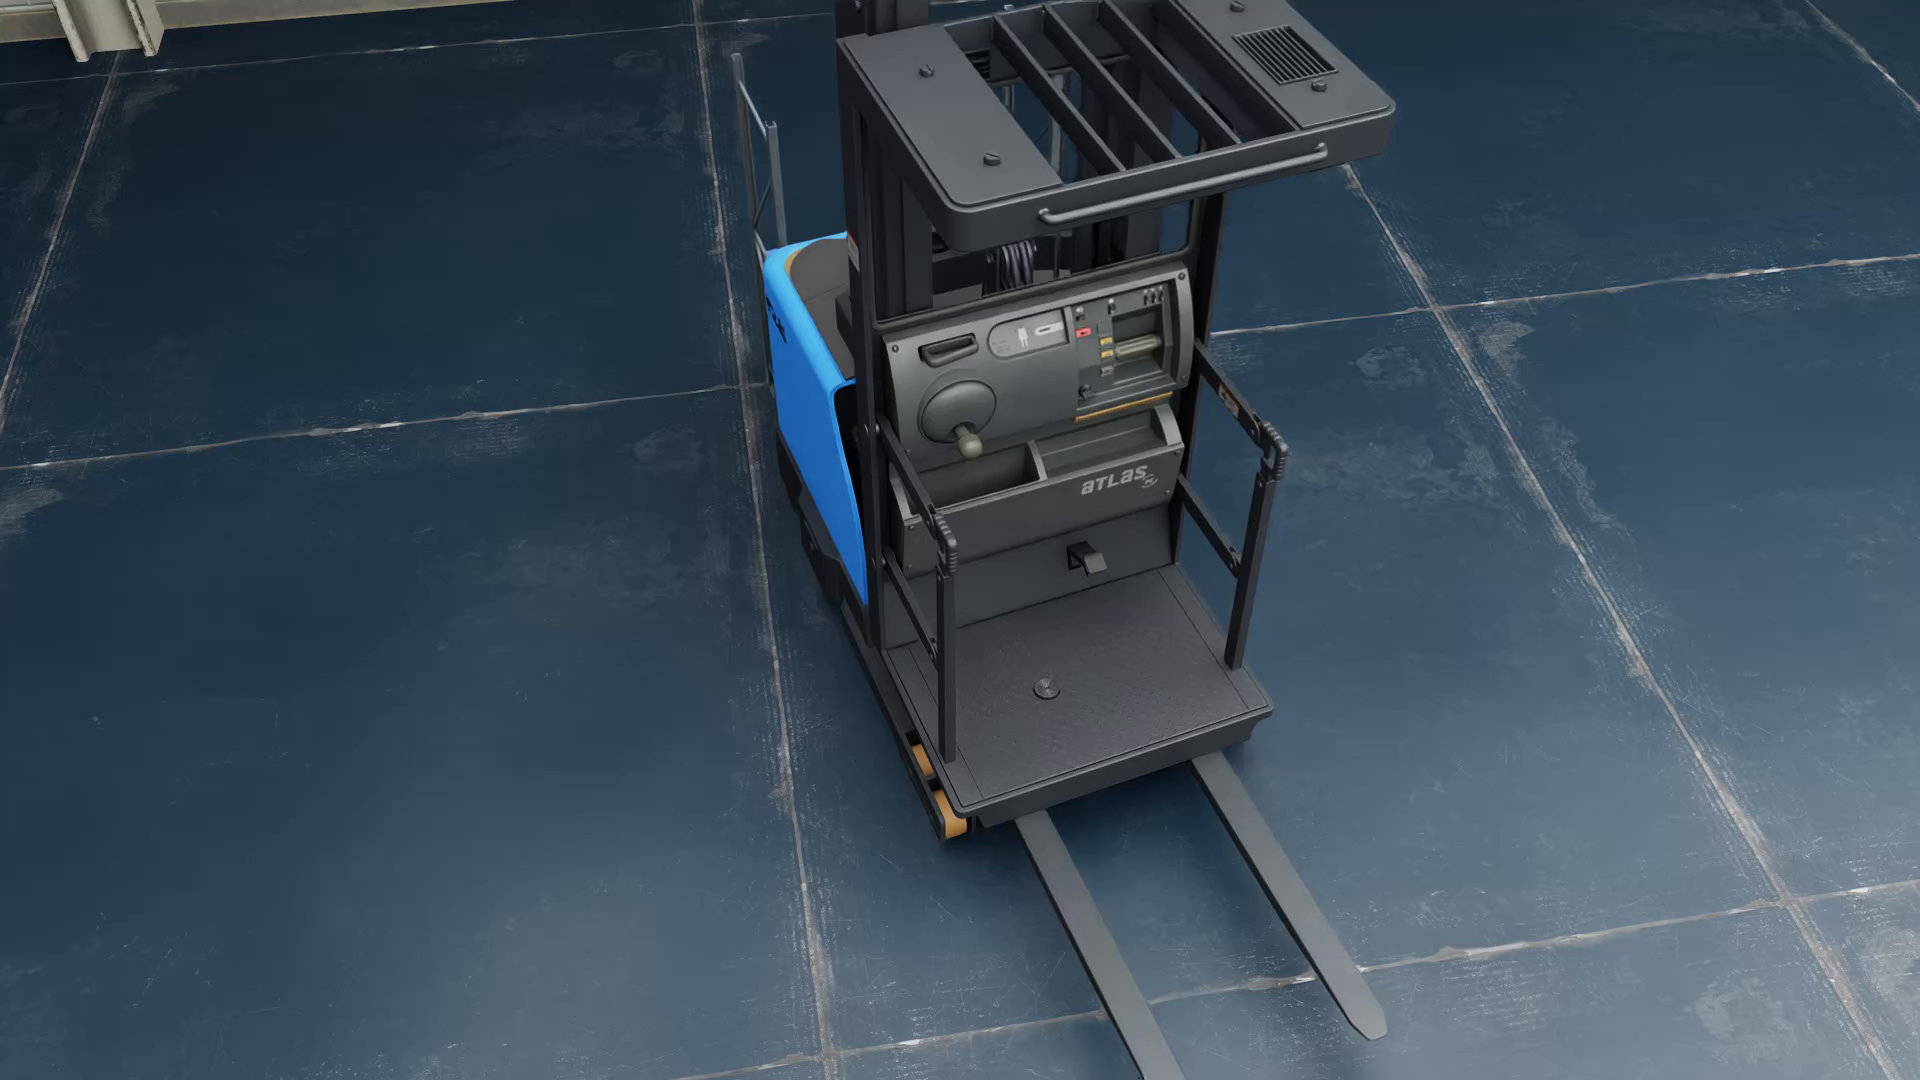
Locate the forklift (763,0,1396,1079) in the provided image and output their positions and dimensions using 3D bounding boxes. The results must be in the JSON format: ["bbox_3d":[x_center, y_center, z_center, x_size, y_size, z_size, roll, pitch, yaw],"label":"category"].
[{"bbox_3d":[0.321,-0.413,4.613,1.130,2.935,3.031,-16,48,-15],"label":"forklift"}]

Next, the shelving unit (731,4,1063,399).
[{"bbox_3d":[-0.222,-1.131,6.298,1.048,1.500,0.538,-14,48,-13],"label":"shelving unit"}]

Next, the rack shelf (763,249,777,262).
[{"bbox_3d":[-0.222,-1.007,6.428,1.000,0.185,0.538,-14,48,-13],"label":"rack shelf"}]

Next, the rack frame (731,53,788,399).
[{"bbox_3d":[-0.701,-1.008,6.180,0.032,1.500,0.500,-14,48,-13],"label":"rack frame"}]

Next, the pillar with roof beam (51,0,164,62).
[{"bbox_3d":[-3.690,-2.686,2.589,0.400,9.000,9.100,-7,46,-7],"label":"pillar with roof beam"}]

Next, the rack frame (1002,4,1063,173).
[{"bbox_3d":[0.257,-1.255,6.417,0.032,1.500,0.500,-14,48,-13],"label":"rack frame"}]
